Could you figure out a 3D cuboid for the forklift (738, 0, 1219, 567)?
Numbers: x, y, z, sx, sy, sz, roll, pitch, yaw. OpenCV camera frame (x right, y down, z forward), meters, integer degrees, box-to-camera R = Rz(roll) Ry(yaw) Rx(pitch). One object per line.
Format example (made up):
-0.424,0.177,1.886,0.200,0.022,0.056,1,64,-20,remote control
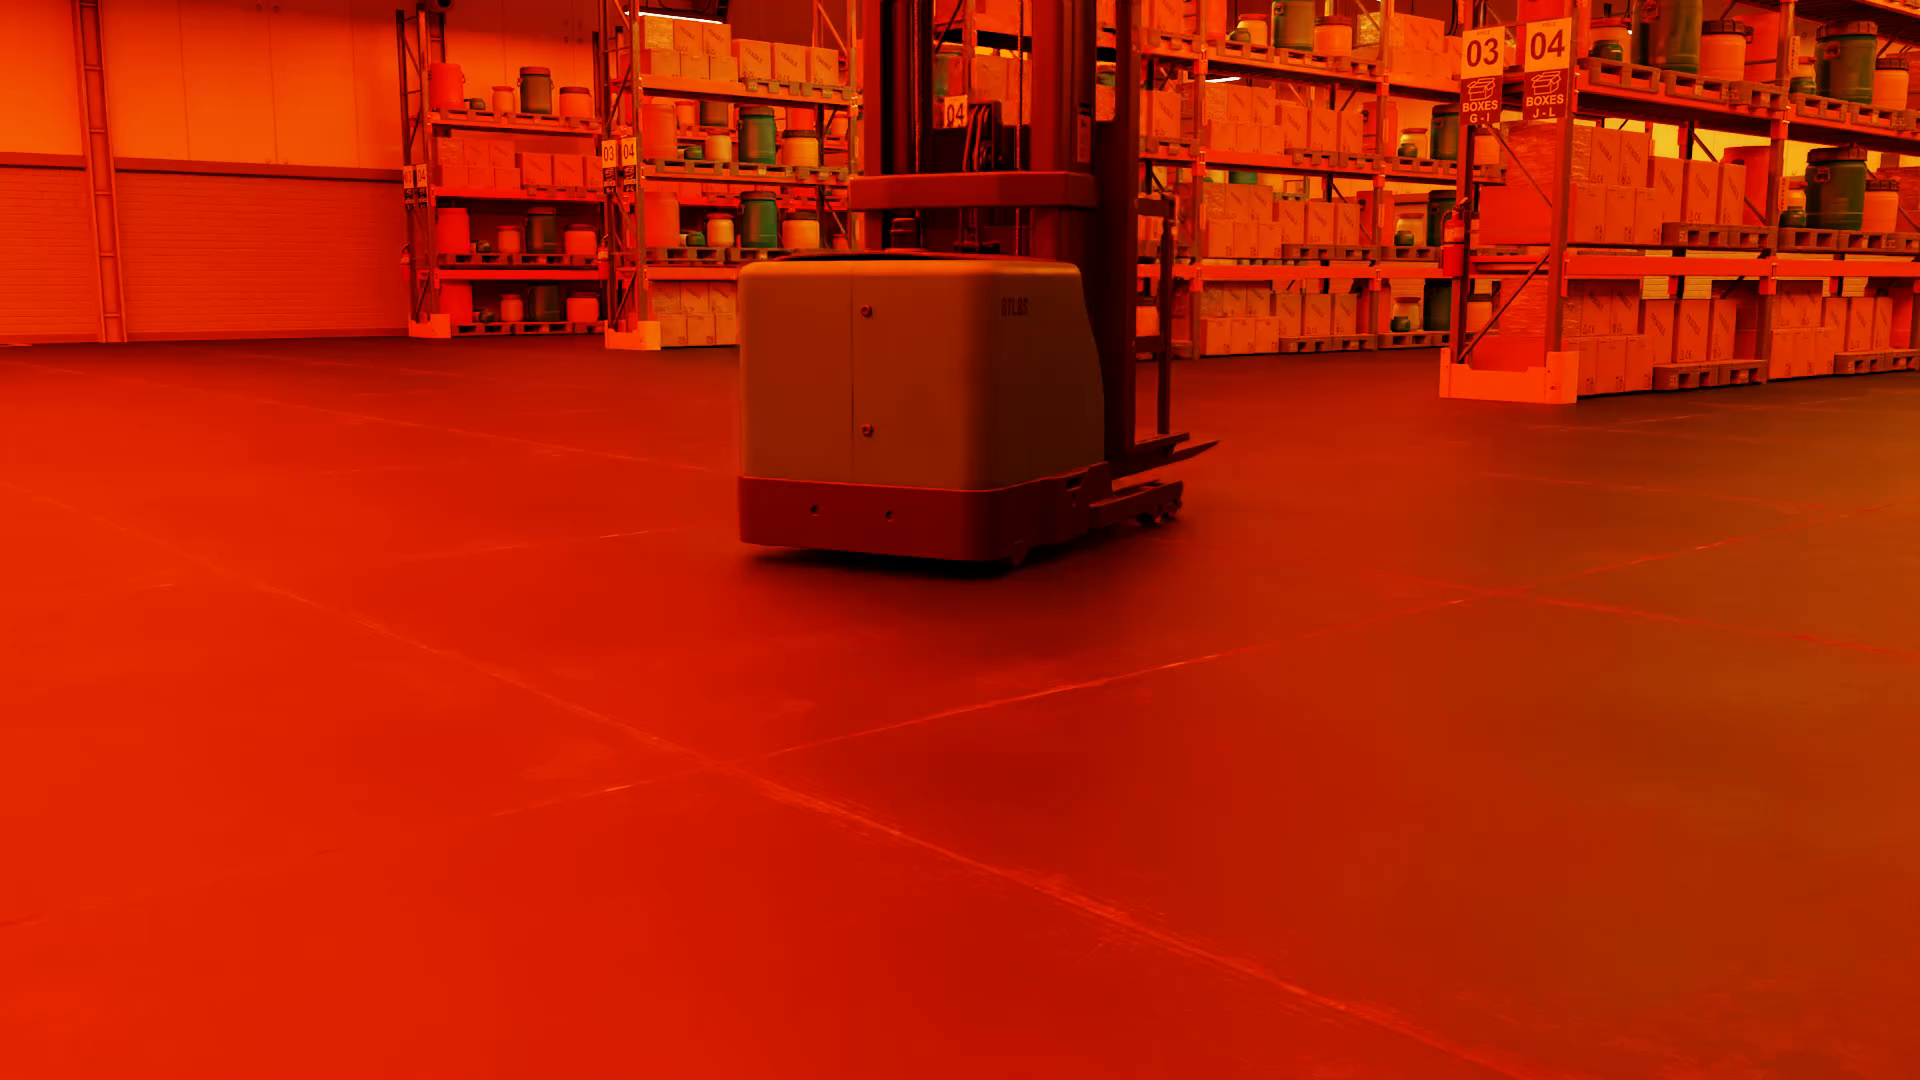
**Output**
0.309,-1.542,6.918,1.130,2.935,3.031,4,10,26,forklift
